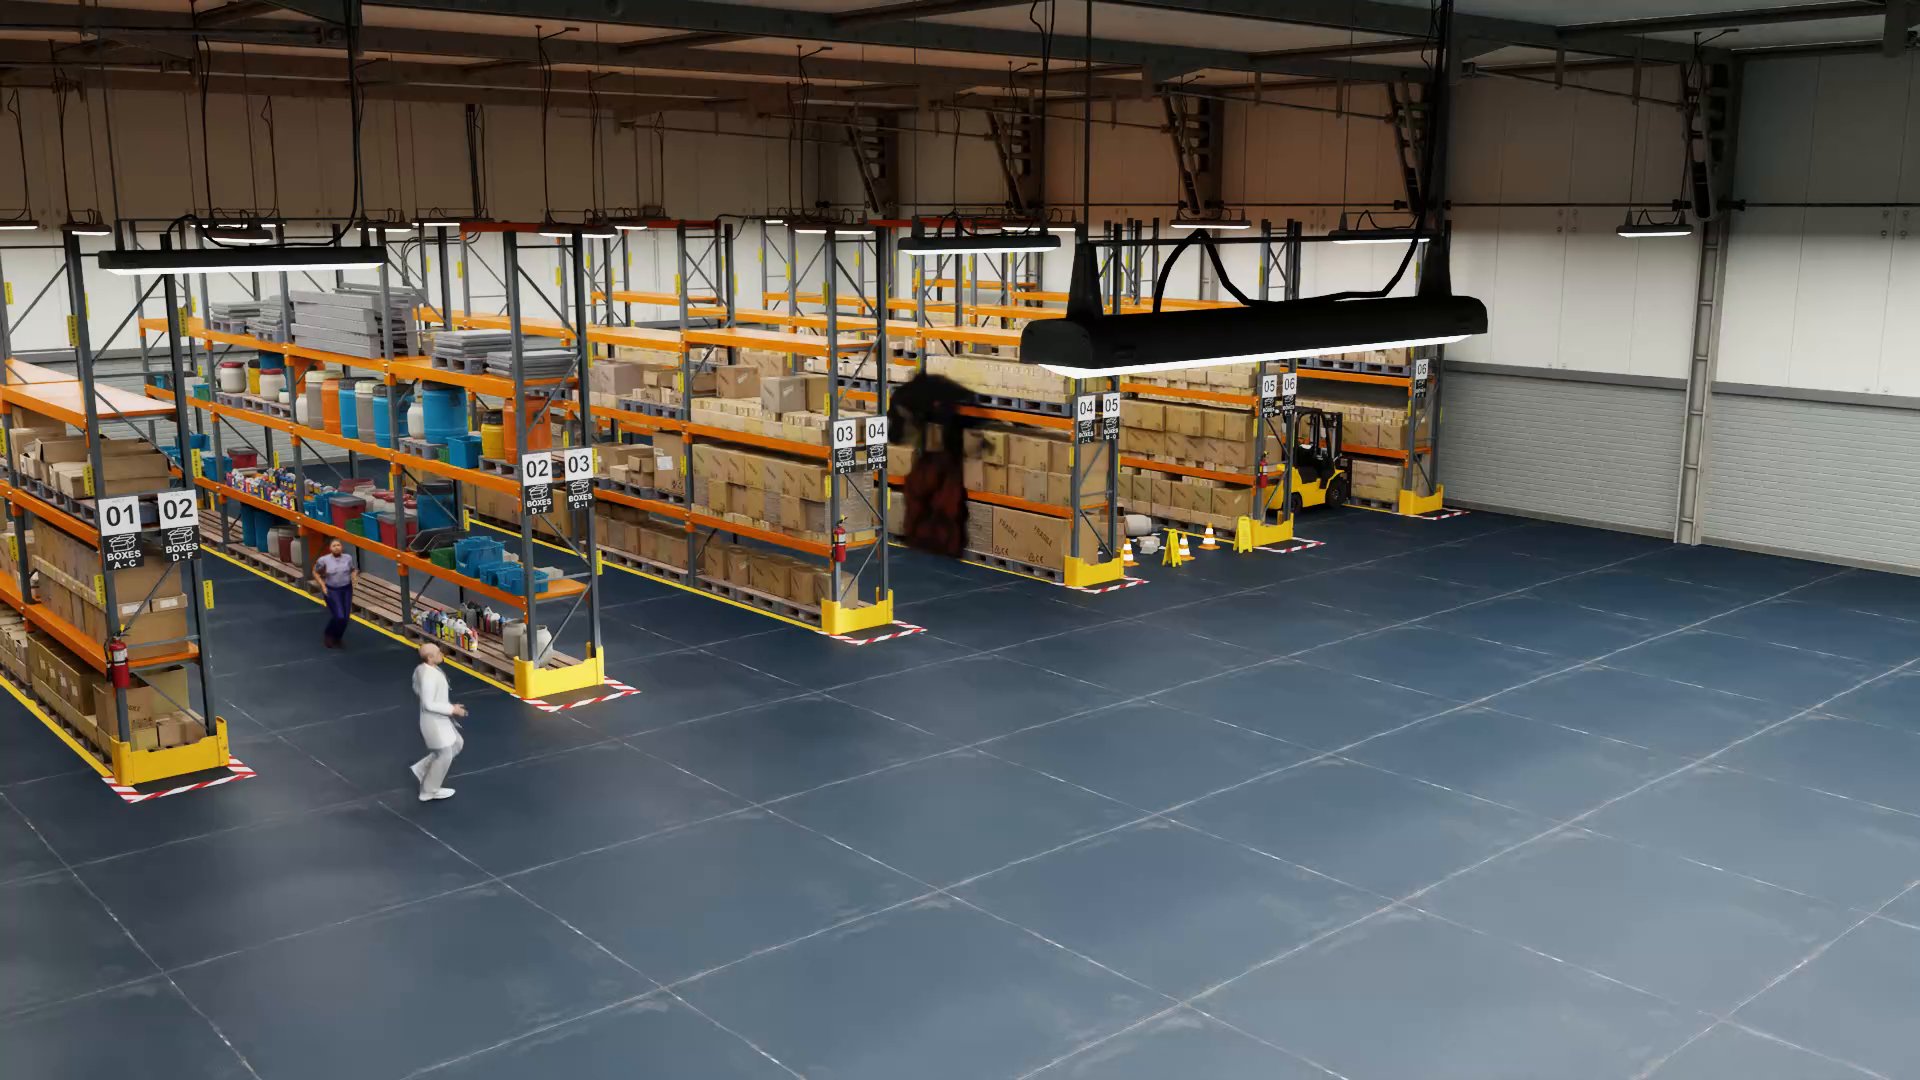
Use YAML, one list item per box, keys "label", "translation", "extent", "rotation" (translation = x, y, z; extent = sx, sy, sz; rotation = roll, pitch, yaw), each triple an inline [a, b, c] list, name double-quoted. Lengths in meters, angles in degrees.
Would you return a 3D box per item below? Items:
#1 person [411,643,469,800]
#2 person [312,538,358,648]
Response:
- label: "person"
  translation: [-5.599, 1.939, 17.850]
  extent: [0.627, 1.731, 0.686]
  rotation: [-4, 12, -18]
- label: "person"
  translation: [-8.923, 0.774, 23.942]
  extent: [0.587, 1.613, 0.575]
  rotation: [-10, 15, -41]
